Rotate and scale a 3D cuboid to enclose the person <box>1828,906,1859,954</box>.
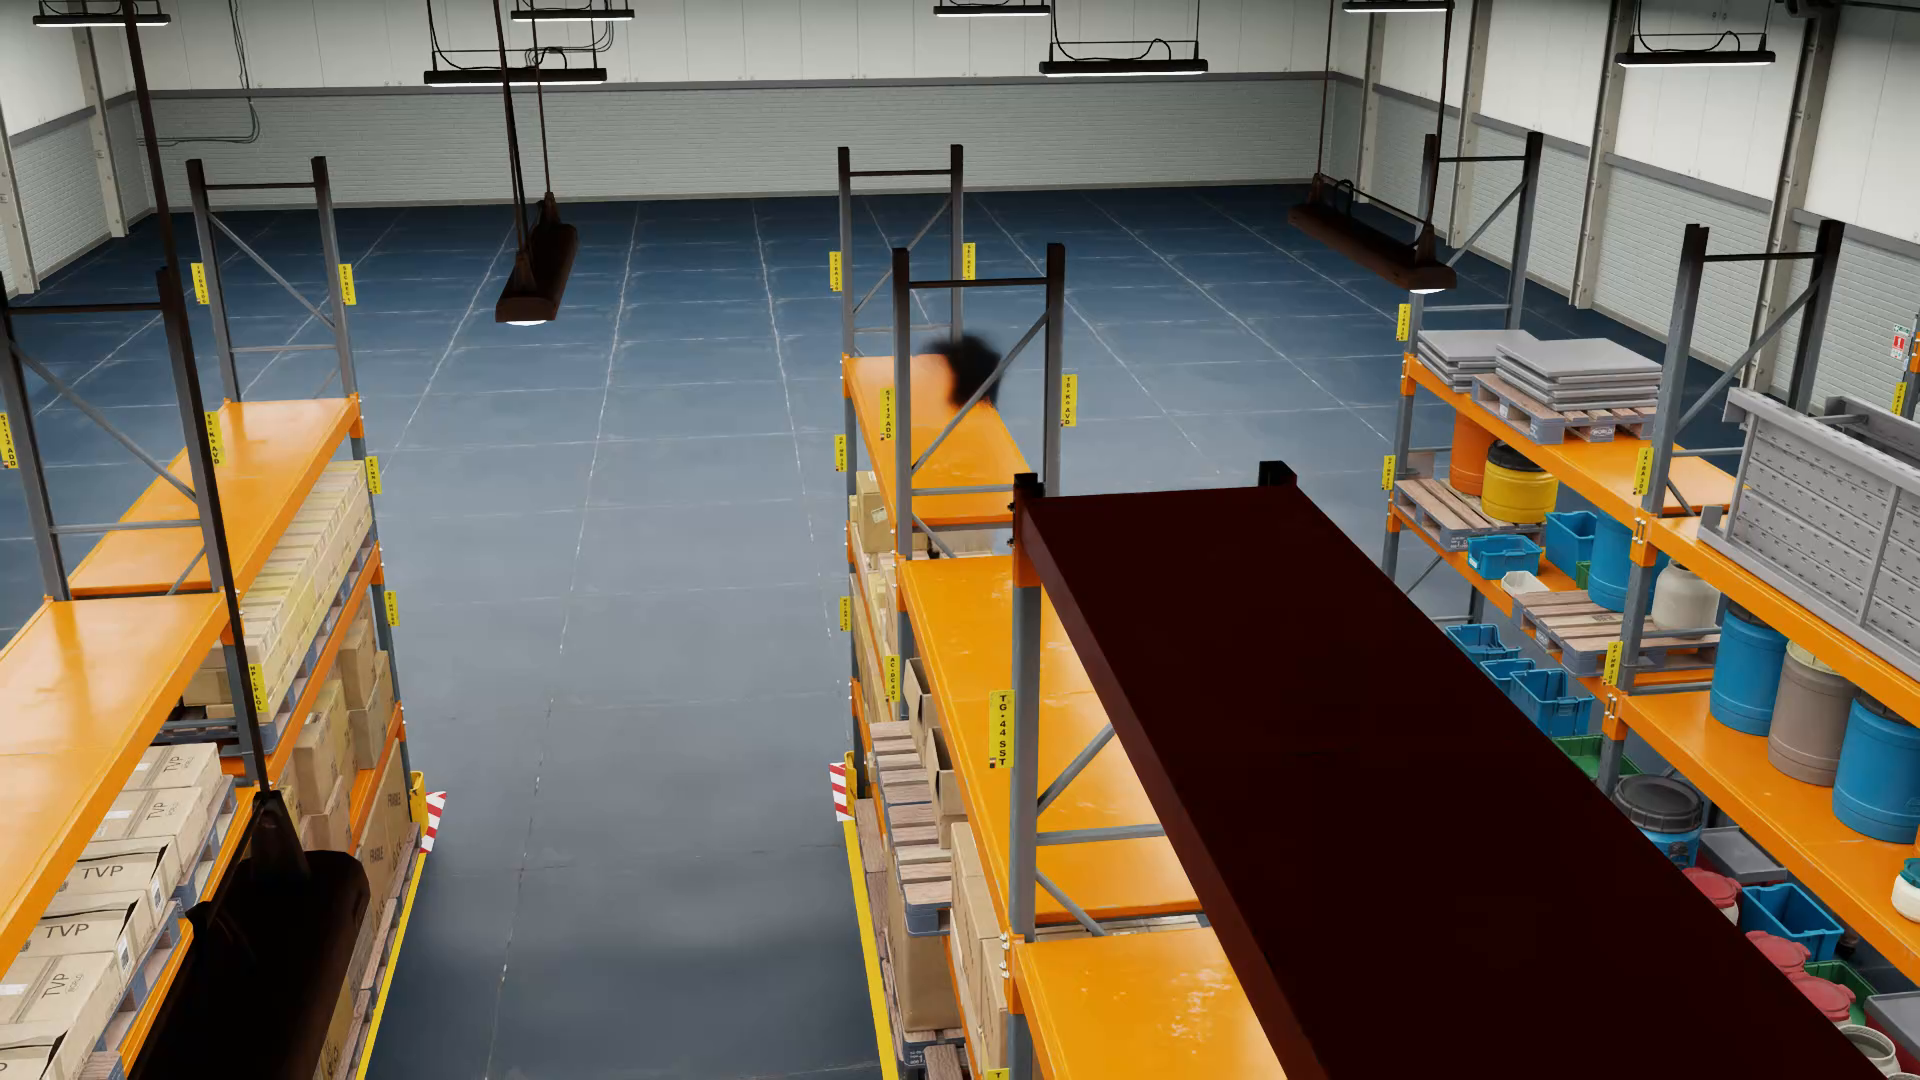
[{"bbox_3d":[7.027,2.420,13.199,0.653,1.710,0.687,-6,22,-14],"label":"person"}]
